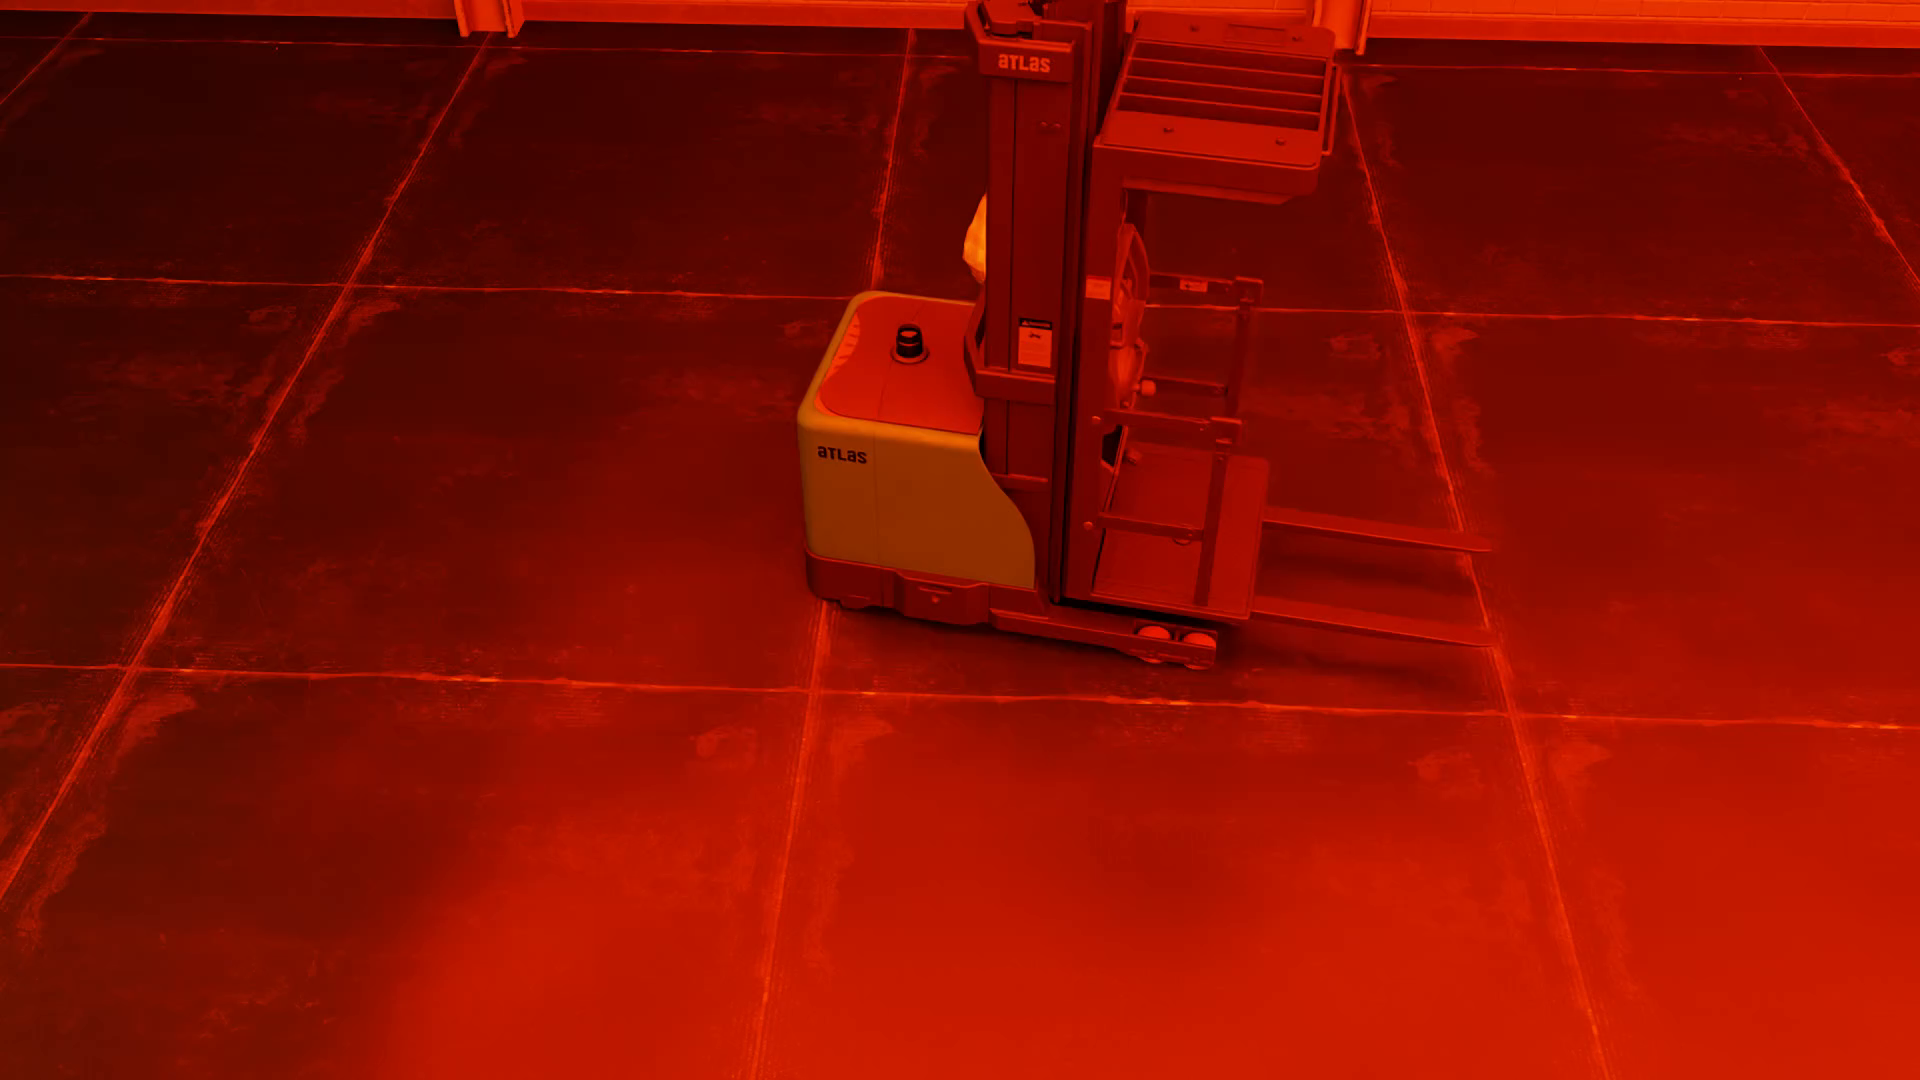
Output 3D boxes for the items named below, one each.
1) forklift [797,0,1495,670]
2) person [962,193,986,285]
[{"bbox_3d":[0.874,-0.908,6.737,3.031,2.935,1.130,8,43,9],"label":"forklift"},{"bbox_3d":[0.507,-1.393,8.323,0.929,1.517,1.089,-9,43,-10],"label":"person"}]
